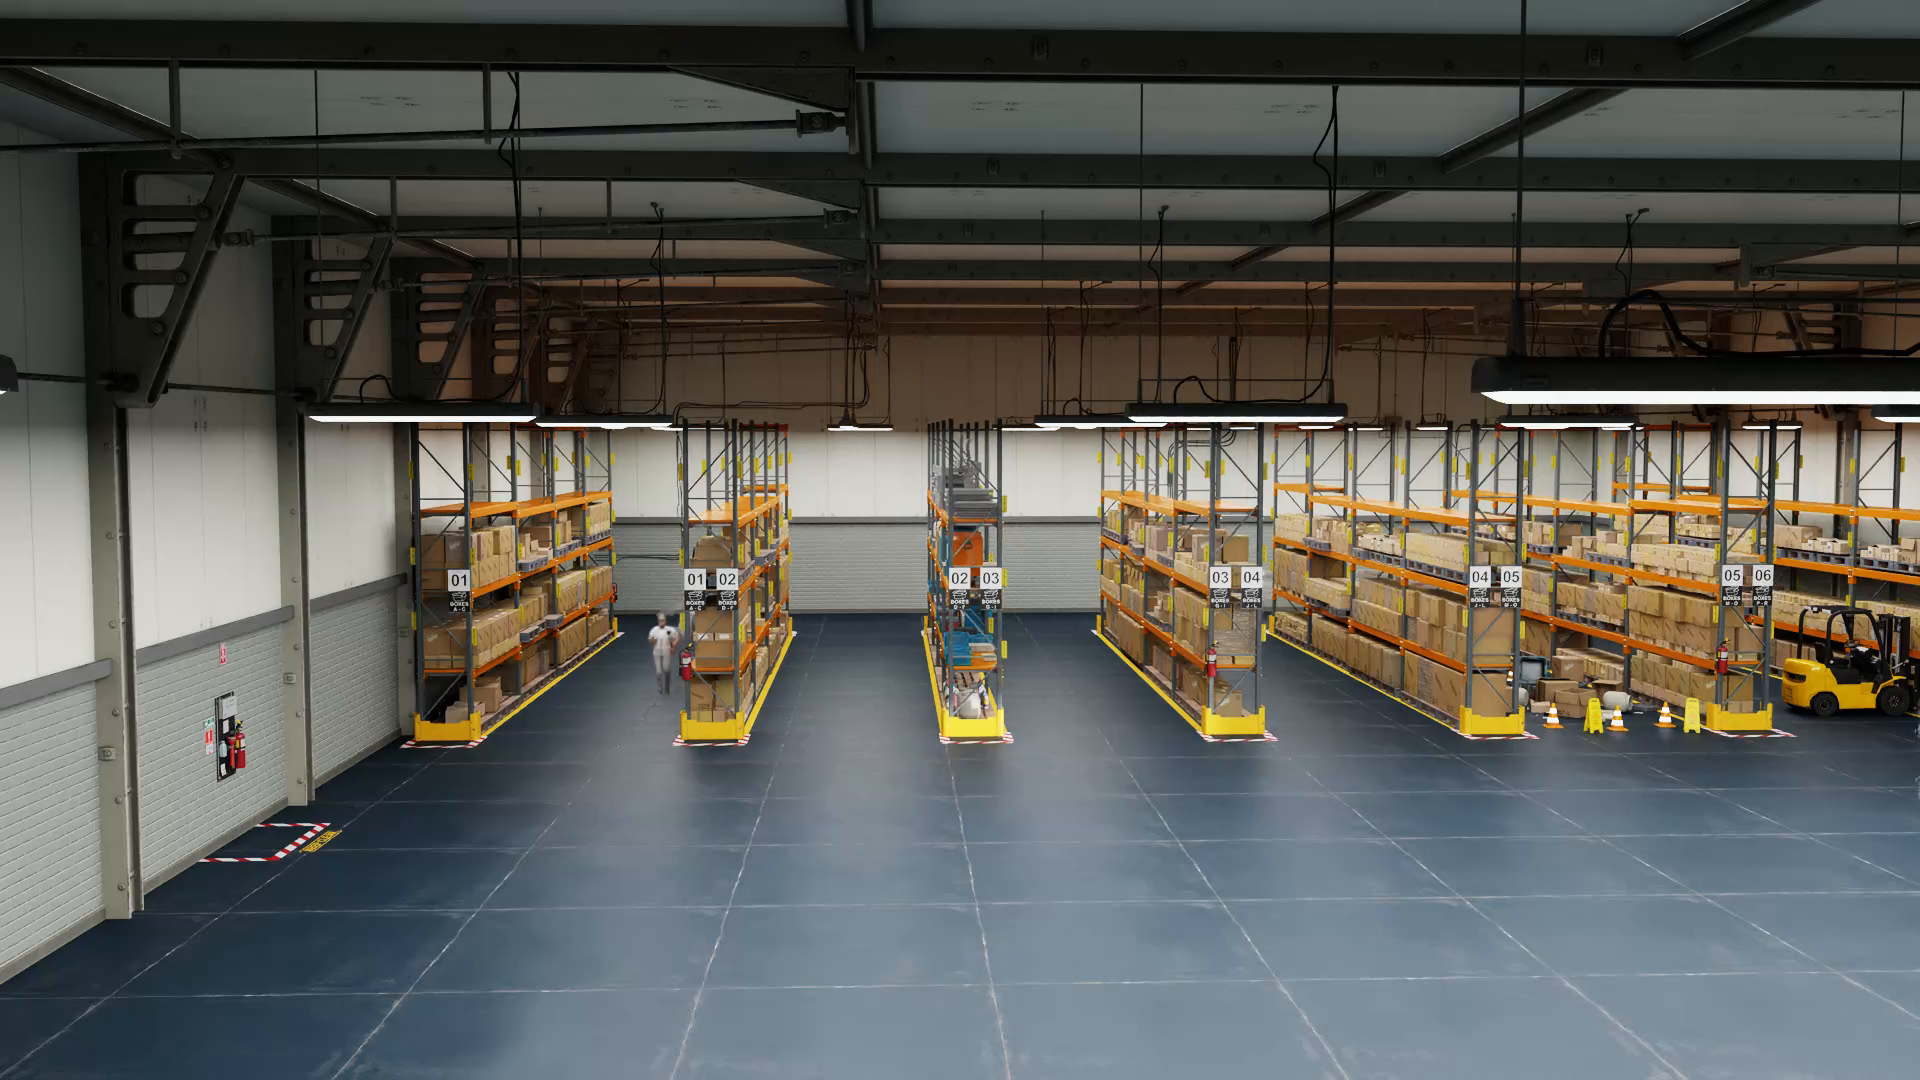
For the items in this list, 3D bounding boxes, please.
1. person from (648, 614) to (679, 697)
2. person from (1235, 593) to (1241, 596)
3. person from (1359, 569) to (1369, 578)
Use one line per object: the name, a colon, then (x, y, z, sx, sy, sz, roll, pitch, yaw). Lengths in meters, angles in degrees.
person: (-6.497, 2.523, 36.293, 0.640, 1.836, 0.727, 0, 4, -1)
person: (7.679, 1.817, 47.789, 0.698, 1.693, 0.721, -4, 5, -44)
person: (11.965, 1.726, 49.155, 0.895, 1.753, 0.674, 0, 4, 1)
